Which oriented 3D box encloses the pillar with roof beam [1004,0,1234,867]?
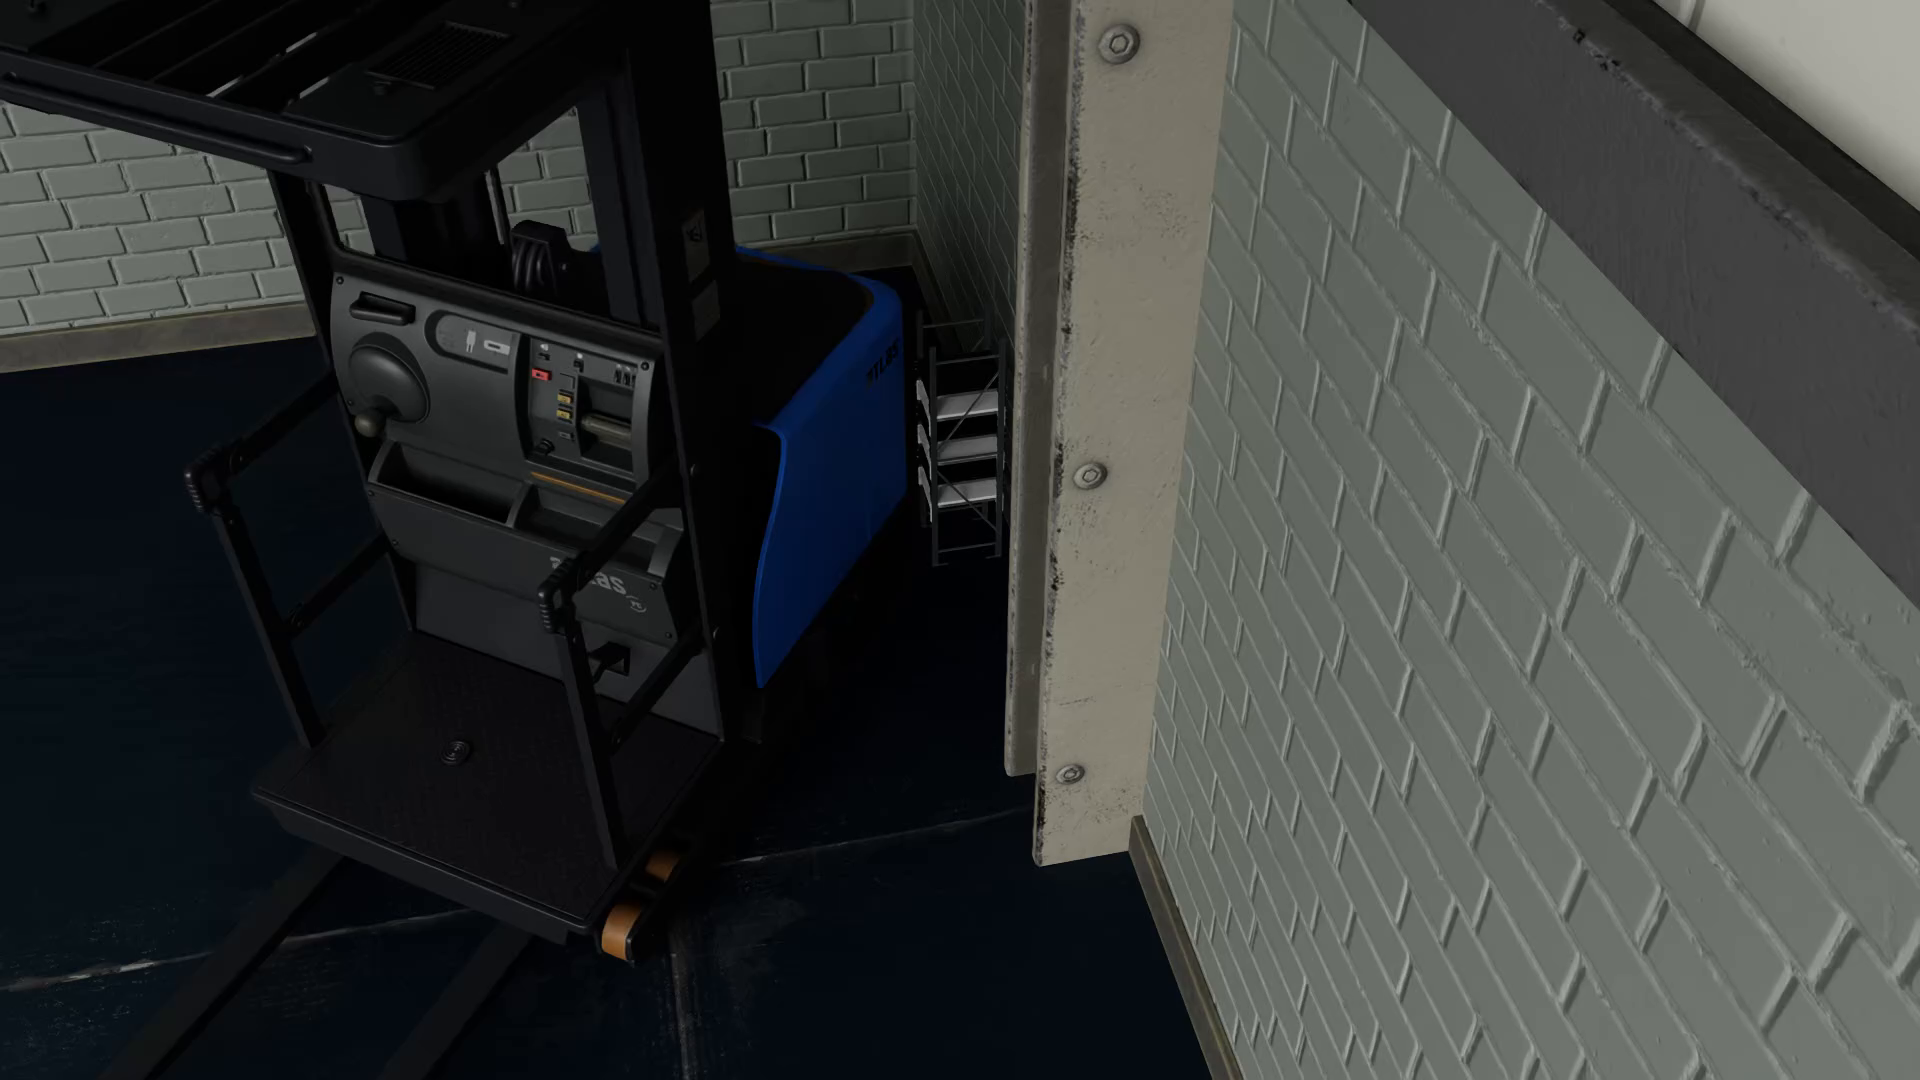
[{"bbox_3d":[-3.880,-1.974,1.195,9.100,9.000,0.400,-8,42,-9],"label":"pillar with roof beam"}]

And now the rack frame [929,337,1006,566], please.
[{"bbox_3d":[0.024,-0.265,5.371,0.240,0.900,0.006,-8,42,-9],"label":"rack frame"}]

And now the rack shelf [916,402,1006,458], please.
[{"bbox_3d":[0.002,-0.374,5.408,0.258,0.077,0.200,-8,42,-9],"label":"rack shelf"}]

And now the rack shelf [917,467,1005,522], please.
[{"bbox_3d":[0.002,-0.172,5.587,0.258,0.077,0.200,-8,42,-9],"label":"rack shelf"}]

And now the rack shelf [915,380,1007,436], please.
[{"bbox_3d":[0.002,-0.441,5.348,0.258,0.077,0.200,-8,42,-9],"label":"rack shelf"}]

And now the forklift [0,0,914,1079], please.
[{"bbox_3d":[-1.223,-0.298,3.878,1.130,2.935,3.031,17,44,18],"label":"forklift"}]

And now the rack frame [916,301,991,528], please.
[{"bbox_3d":[-0.020,-0.397,5.520,0.240,0.900,0.006,-8,42,-9],"label":"rack frame"}]

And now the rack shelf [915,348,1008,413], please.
[{"bbox_3d":[0.002,-0.508,5.288,0.258,0.077,0.200,-8,42,-9],"label":"rack shelf"}]

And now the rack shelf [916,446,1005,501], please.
[{"bbox_3d":[0.002,-0.239,5.527,0.258,0.077,0.200,-8,42,-9],"label":"rack shelf"}]

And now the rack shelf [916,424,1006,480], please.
[{"bbox_3d":[0.002,-0.306,5.467,0.258,0.077,0.200,-8,42,-9],"label":"rack shelf"}]

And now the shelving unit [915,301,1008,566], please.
[{"bbox_3d":[0.002,-0.331,5.445,0.258,0.900,0.210,-8,42,-9],"label":"shelving unit"}]
